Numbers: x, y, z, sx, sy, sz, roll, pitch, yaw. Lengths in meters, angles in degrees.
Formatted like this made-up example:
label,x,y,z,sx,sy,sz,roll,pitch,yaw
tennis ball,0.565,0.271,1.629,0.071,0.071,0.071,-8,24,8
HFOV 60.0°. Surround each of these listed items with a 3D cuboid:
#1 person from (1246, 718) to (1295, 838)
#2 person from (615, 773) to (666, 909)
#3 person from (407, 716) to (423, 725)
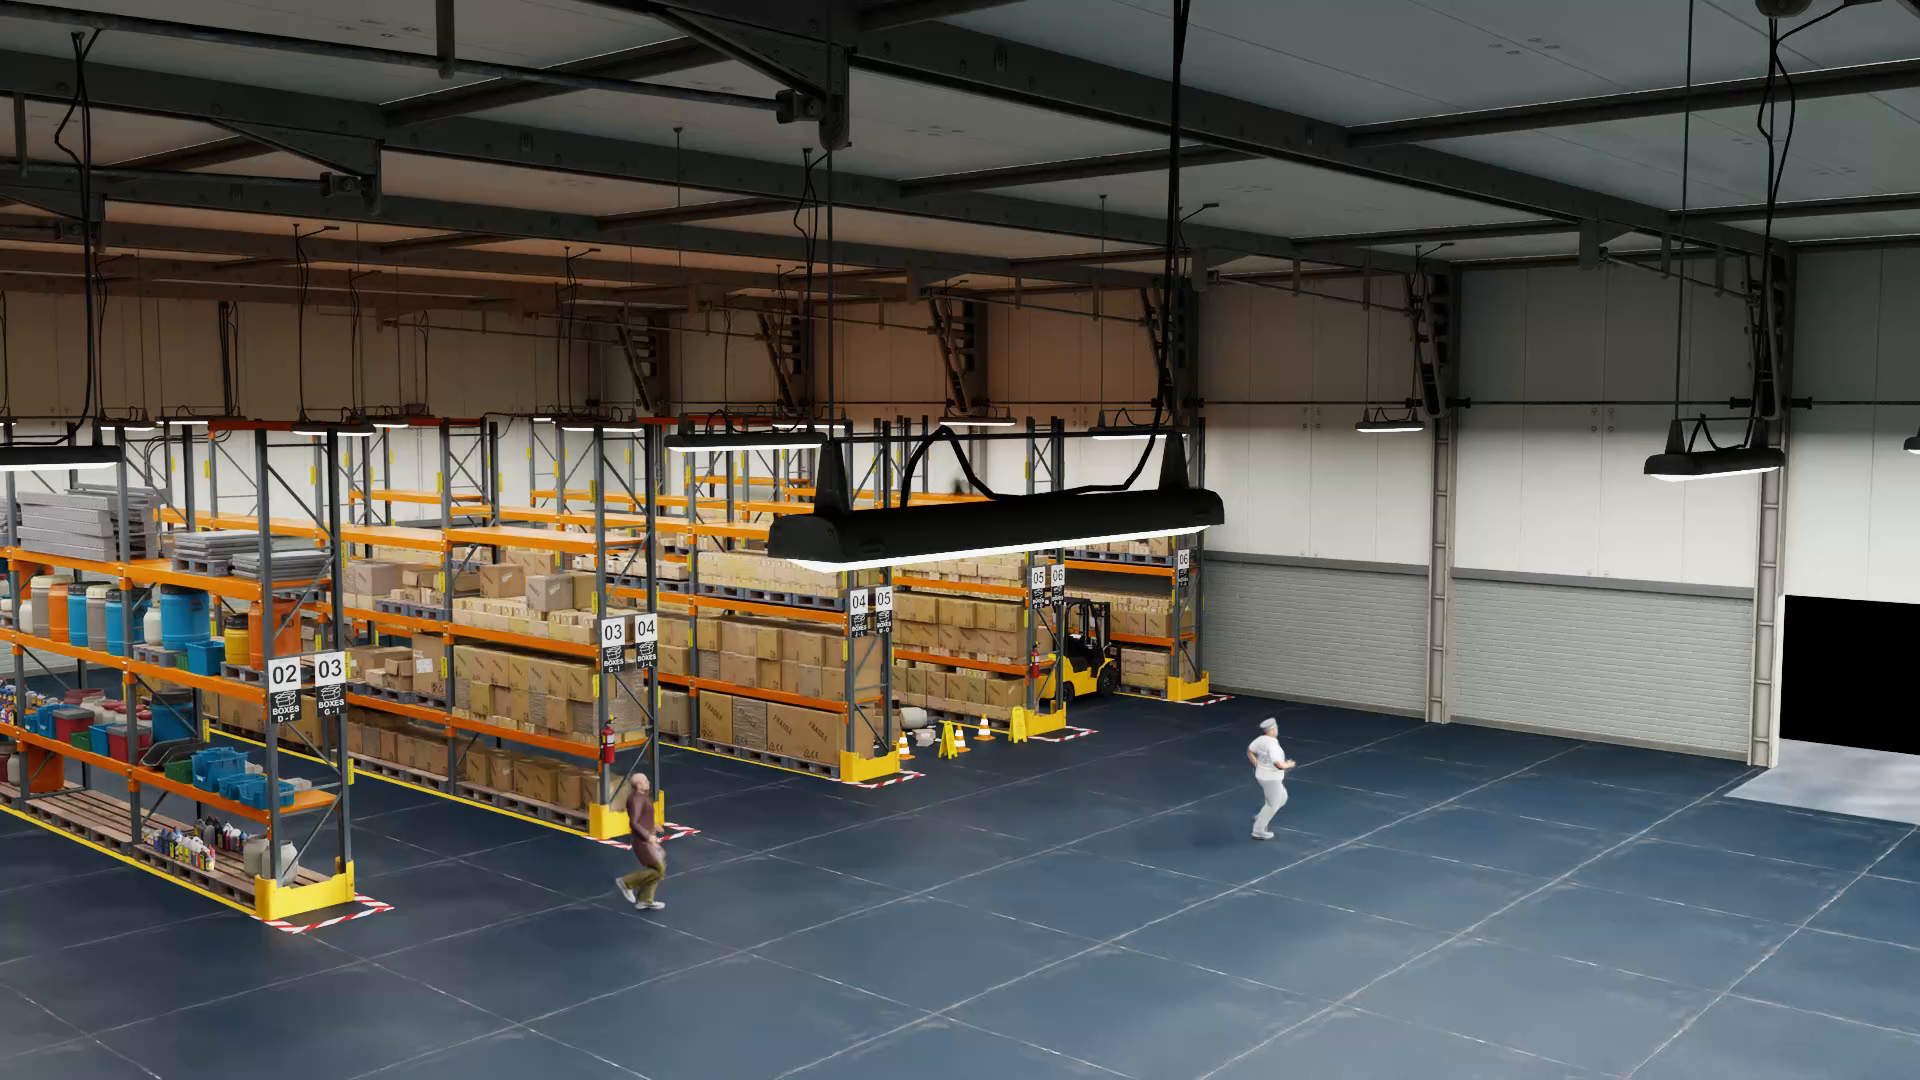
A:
label,x,y,z,sx,sy,sz,roll,pitch,yaw
person,4.546,3.441,24.144,0.648,1.746,0.646,-1,5,-10
person,-3.987,3.757,20.713,0.634,1.729,0.726,-1,5,-17
person,-10.423,2.878,31.839,0.569,1.620,0.564,3,6,32
